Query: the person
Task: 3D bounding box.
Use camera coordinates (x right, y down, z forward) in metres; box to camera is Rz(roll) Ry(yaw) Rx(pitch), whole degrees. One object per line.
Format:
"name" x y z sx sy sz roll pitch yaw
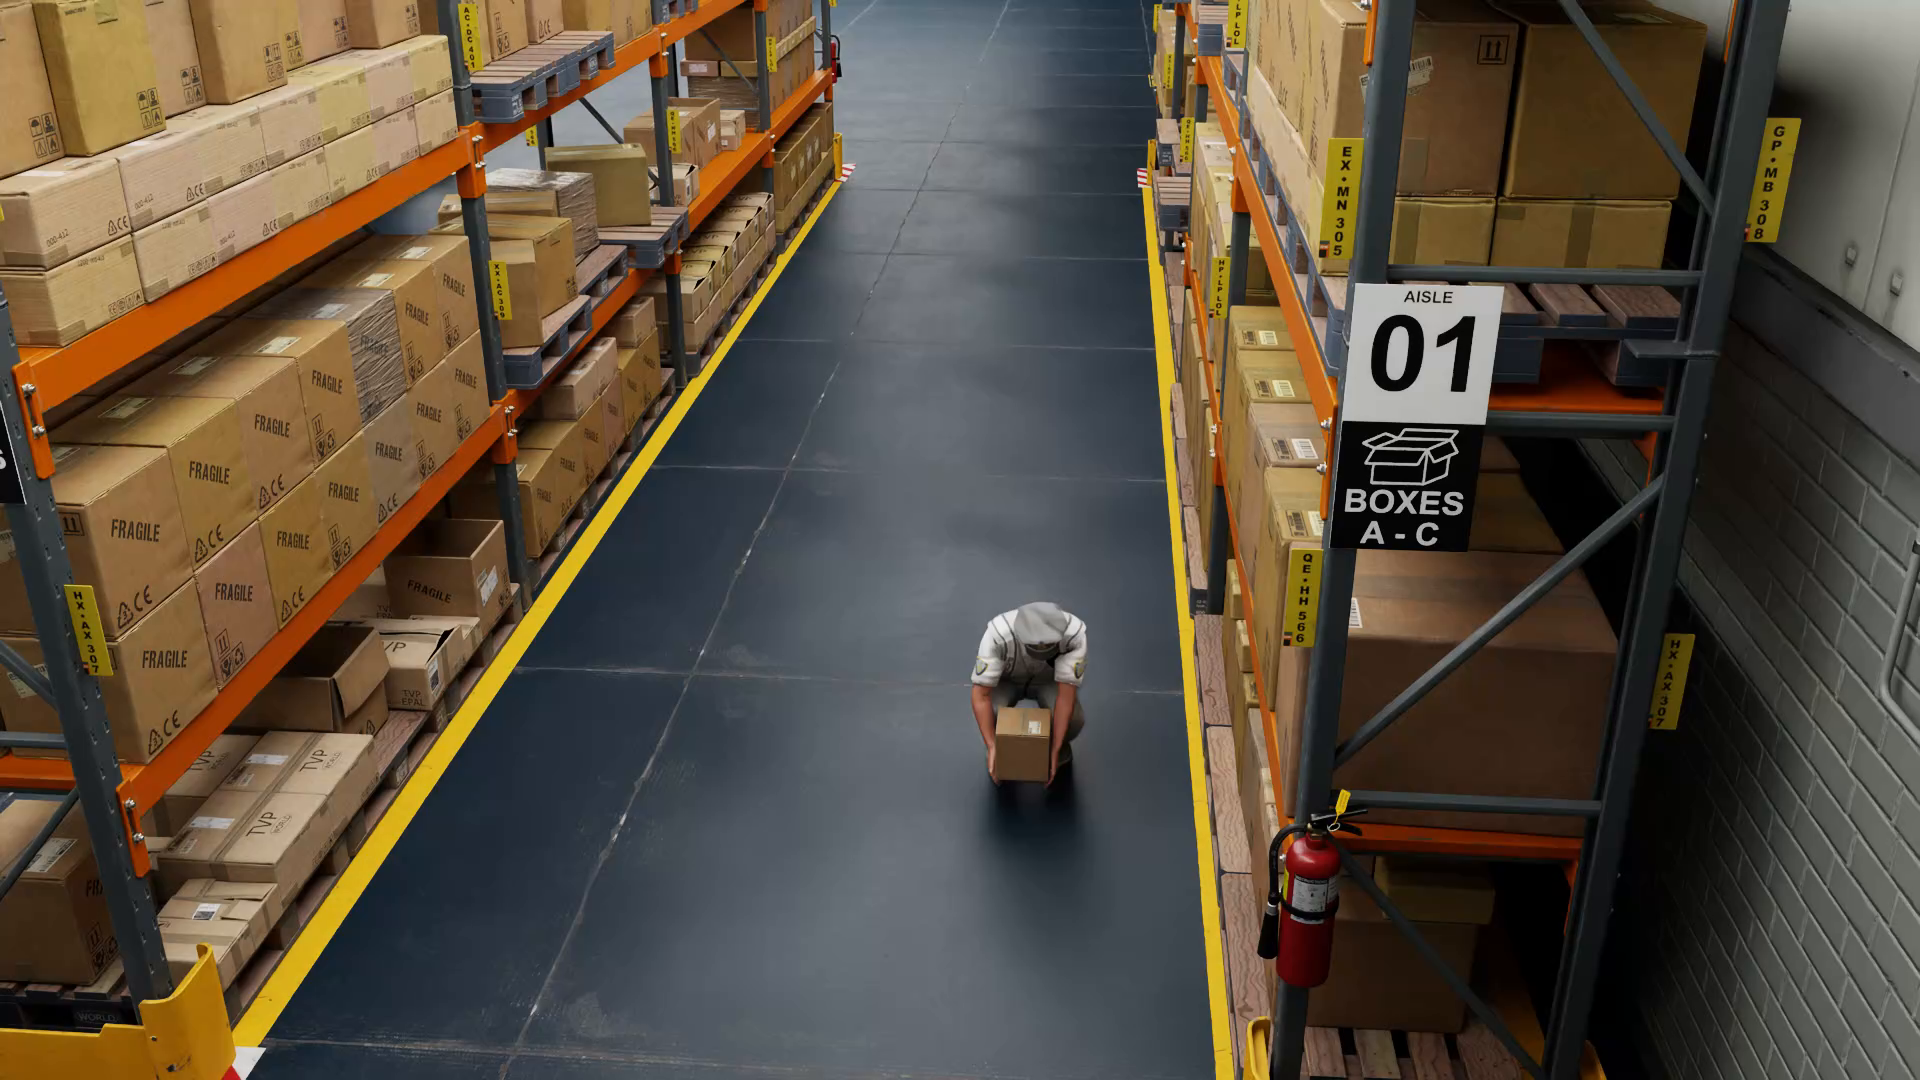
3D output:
"person" 0.337 0.659 8.059 0.548 1.011 0.892 2 24 4
